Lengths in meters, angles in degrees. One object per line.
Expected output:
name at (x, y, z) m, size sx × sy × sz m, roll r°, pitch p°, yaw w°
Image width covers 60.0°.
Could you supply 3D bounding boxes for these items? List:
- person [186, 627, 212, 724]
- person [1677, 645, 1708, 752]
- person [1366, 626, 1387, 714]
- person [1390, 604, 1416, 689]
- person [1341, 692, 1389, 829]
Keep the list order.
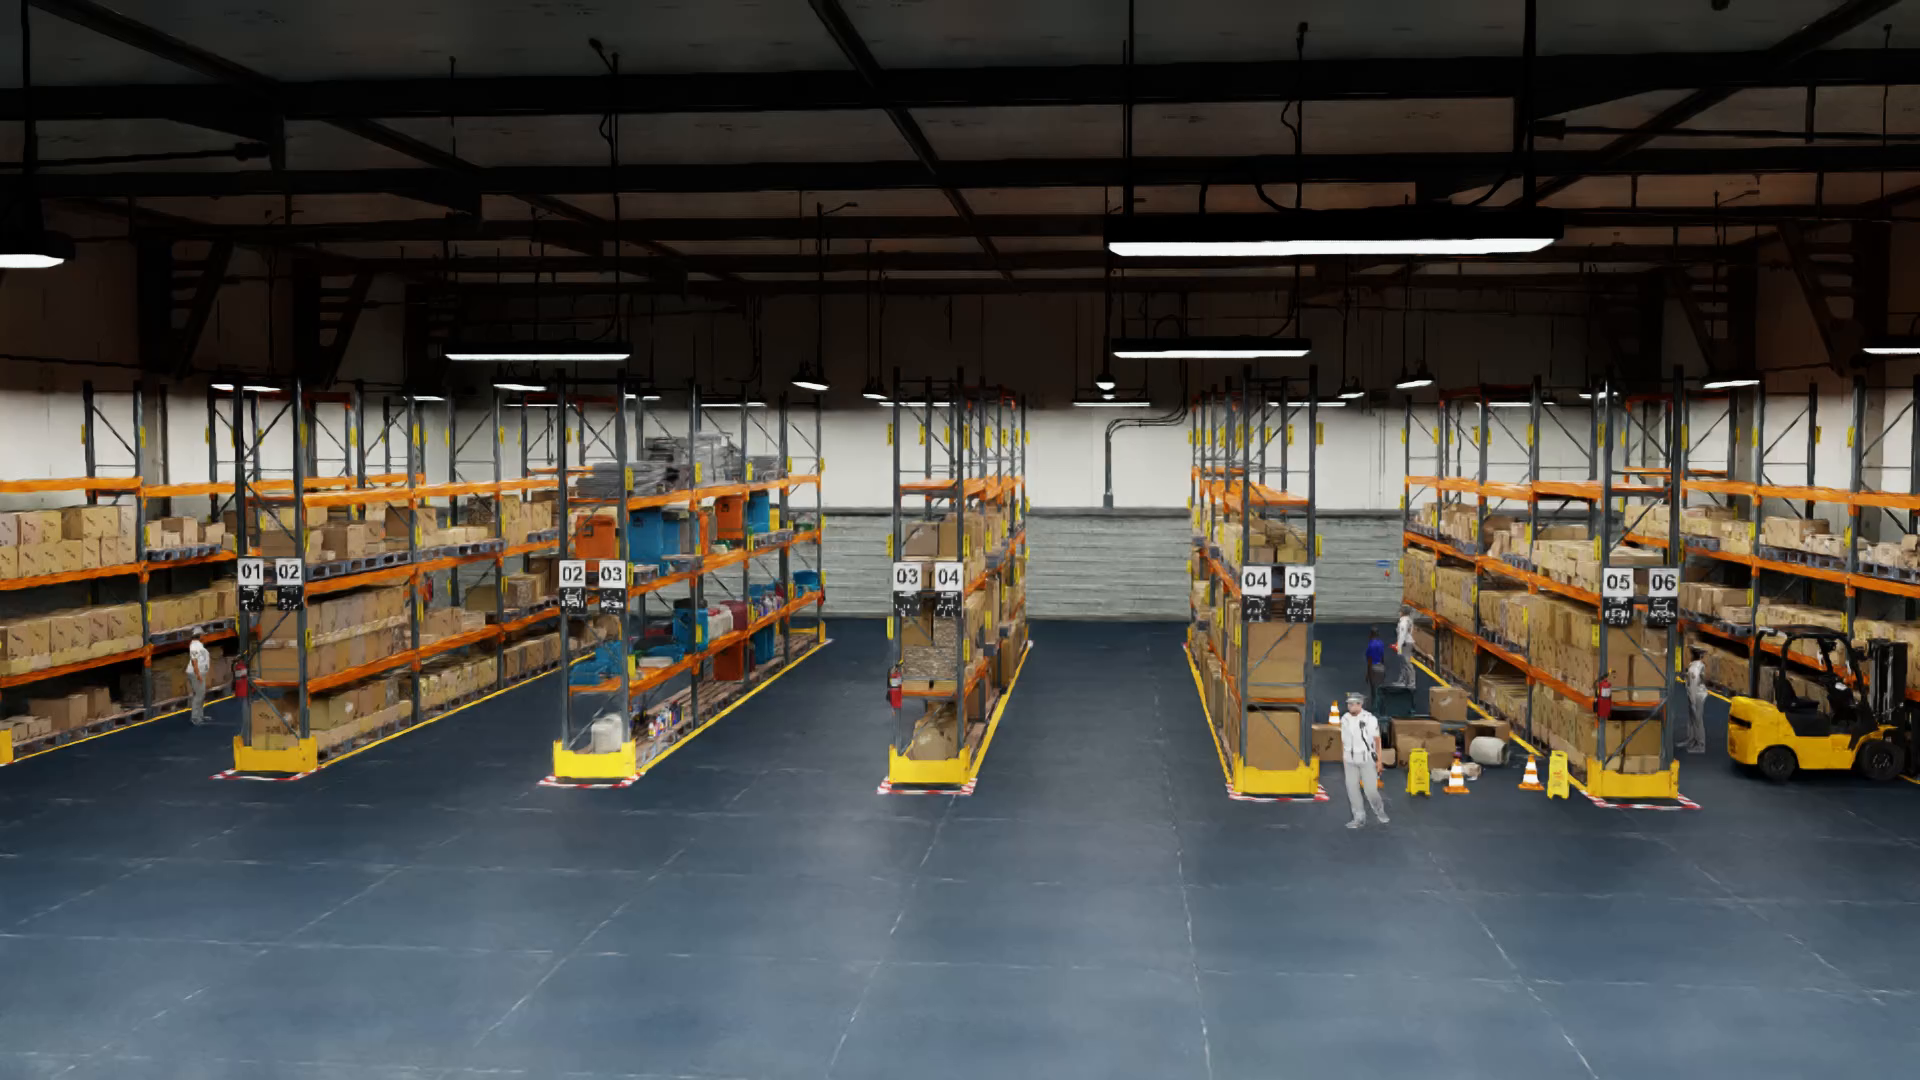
person at (-13.361, 2.391, 29.161) m, size 0.404 × 1.727 × 0.559 m, roll -1°, pitch 4°, yaw -22°
person at (11.647, 2.511, 26.436) m, size 0.458 × 1.677 × 0.524 m, roll 3°, pitch 4°, yaw 35°
person at (7.288, 2.343, 29.284) m, size 0.549 × 1.654 × 0.574 m, roll 3°, pitch 4°, yaw 36°
person at (8.819, 2.110, 33.034) m, size 0.550 × 1.651 × 0.585 m, roll 2°, pitch 4°, yaw 26°
person at (5.186, 2.806, 21.327) m, size 0.602 × 1.749 × 0.574 m, roll 3°, pitch 5°, yaw 42°
